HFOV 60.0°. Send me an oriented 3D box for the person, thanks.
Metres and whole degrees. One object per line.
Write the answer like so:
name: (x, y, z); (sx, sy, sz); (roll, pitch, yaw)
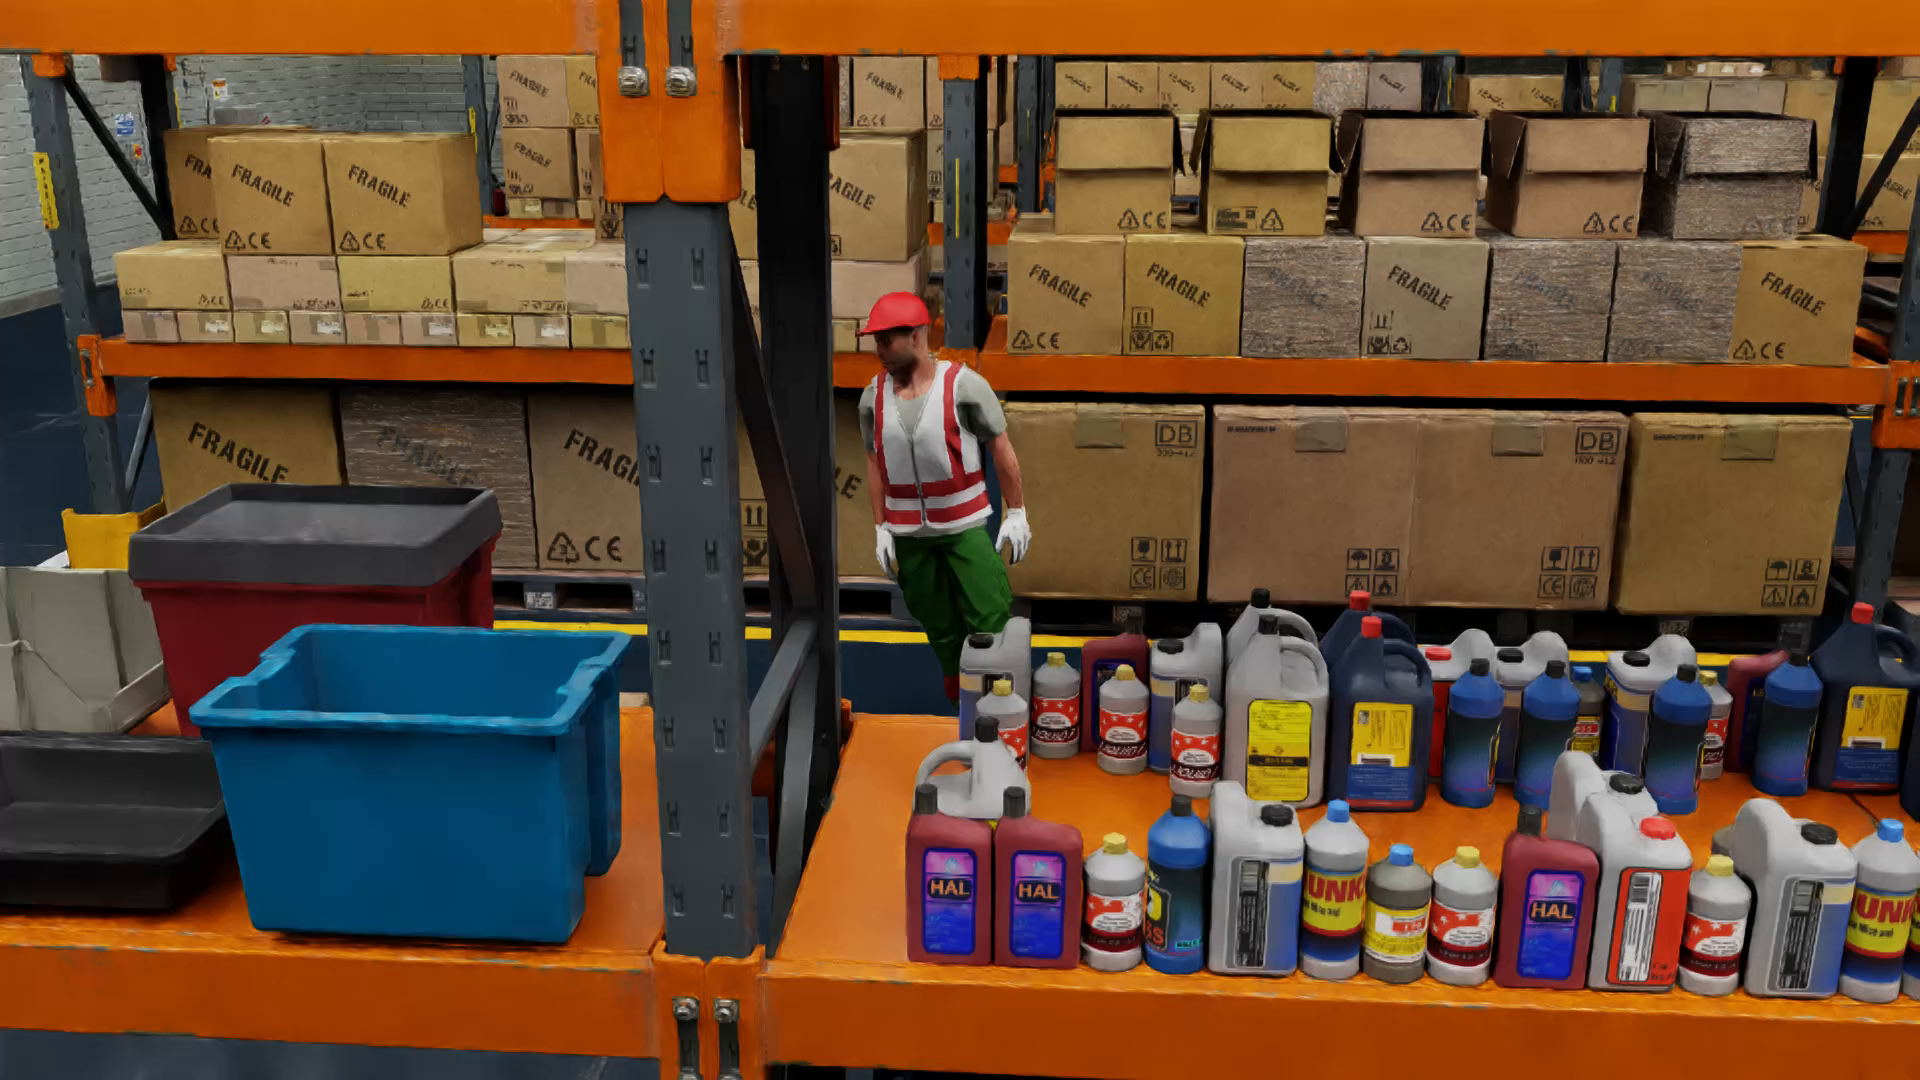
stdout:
person: (-0.058, -0.044, 6.183); (0.656, 1.753, 0.658); (5, 18, 14)
